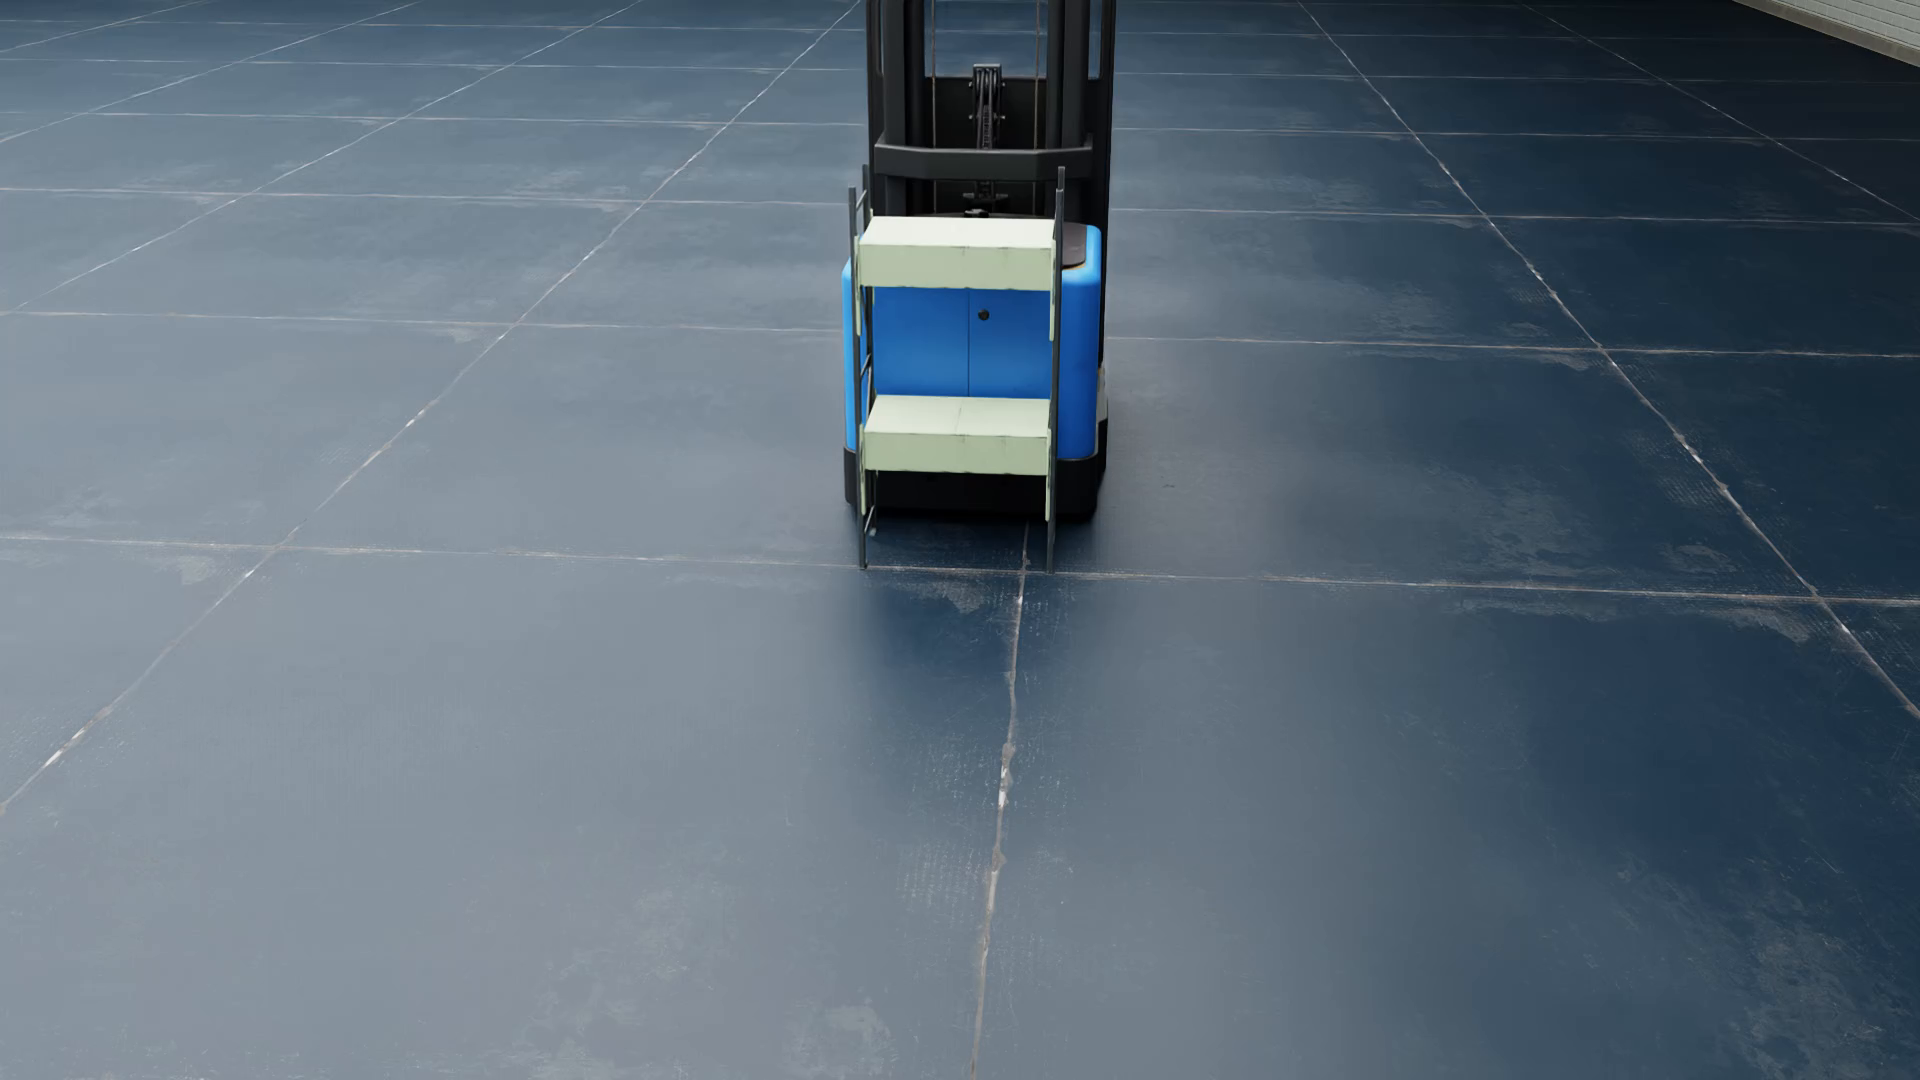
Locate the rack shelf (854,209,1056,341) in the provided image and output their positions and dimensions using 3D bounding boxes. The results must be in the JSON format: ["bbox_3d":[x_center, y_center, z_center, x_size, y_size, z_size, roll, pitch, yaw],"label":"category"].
[{"bbox_3d":[-0.003,-0.988,6.170,0.720,0.370,0.431,2,25,4],"label":"rack shelf"}]

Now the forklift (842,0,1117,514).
[{"bbox_3d":[0.154,-2.017,7.627,1.130,2.935,3.031,2,25,4],"label":"forklift"}]

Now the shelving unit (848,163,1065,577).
[{"bbox_3d":[-0.003,-0.634,6.333,0.755,1.500,0.431,2,25,4],"label":"shelving unit"}]

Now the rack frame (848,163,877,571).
[{"bbox_3d":[-0.367,-0.646,6.359,0.023,1.500,0.400,2,25,4],"label":"rack frame"}]

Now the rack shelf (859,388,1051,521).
[{"bbox_3d":[-0.003,-0.338,6.469,0.720,0.370,0.431,2,25,4],"label":"rack shelf"}]

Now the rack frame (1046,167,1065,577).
[{"bbox_3d":[0.362,-0.622,6.307,0.023,1.500,0.400,2,25,4],"label":"rack frame"}]
